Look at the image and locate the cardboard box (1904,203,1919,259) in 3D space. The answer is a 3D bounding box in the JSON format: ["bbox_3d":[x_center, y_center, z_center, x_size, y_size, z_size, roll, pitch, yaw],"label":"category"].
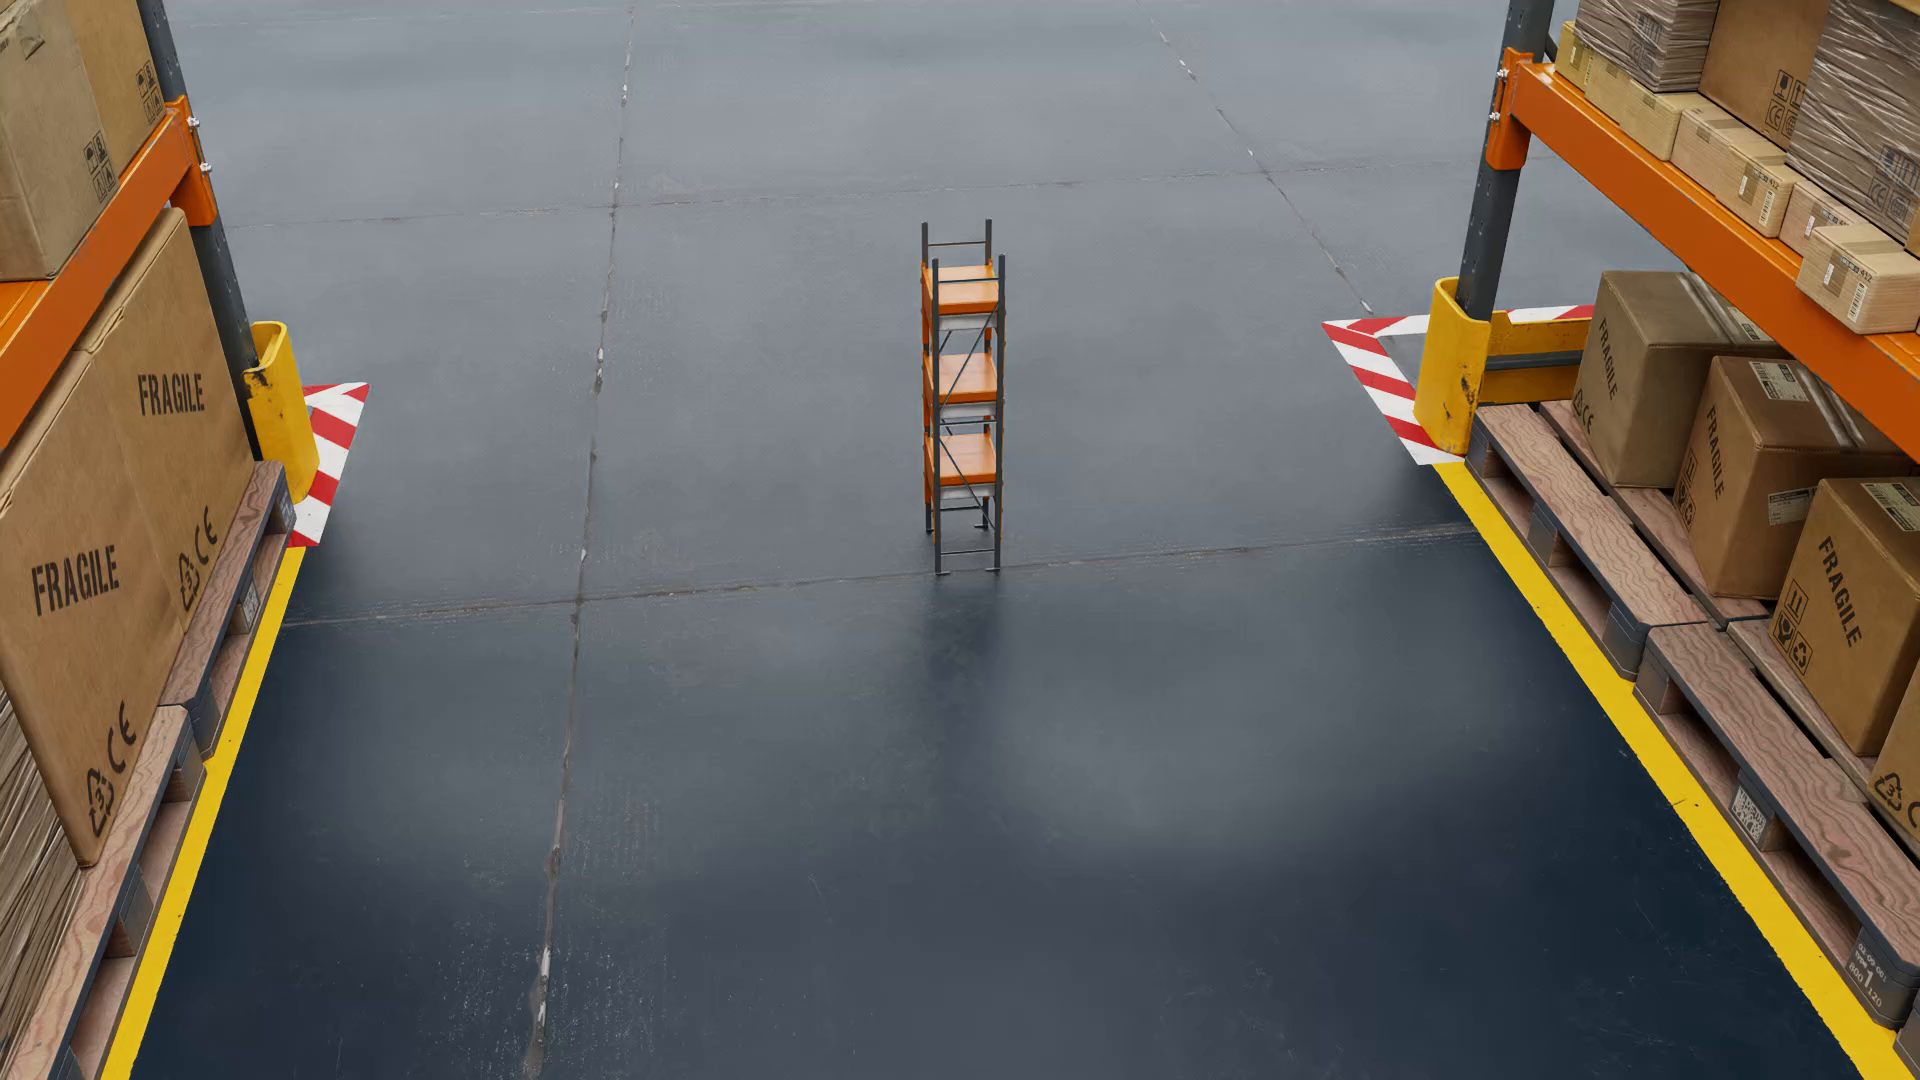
[{"bbox_3d":[2.507,-0.731,3.307,0.875,0.500,0.500,-4,35,-6],"label":"cardboard box"}]

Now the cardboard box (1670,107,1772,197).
[{"bbox_3d":[2.084,-1.008,4.288,0.380,0.149,0.250,-4,35,-6],"label":"cardboard box"}]

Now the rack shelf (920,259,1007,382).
[{"bbox_3d":[0.007,-0.630,4.757,0.215,0.259,0.240,-4,35,-6],"label":"rack shelf"}]

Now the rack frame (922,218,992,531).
[{"bbox_3d":[-0.009,-0.472,5.010,0.200,1.050,0.008,-4,35,-6],"label":"rack frame"}]

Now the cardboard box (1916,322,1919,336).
[{"bbox_3d":[2.267,-0.453,3.475,0.380,0.149,0.250,-4,35,-6],"label":"cardboard box"}]

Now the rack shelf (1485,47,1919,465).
[{"bbox_3d":[2.463,-0.295,3.658,1.077,0.370,4.000,-4,35,-6],"label":"rack shelf"}]

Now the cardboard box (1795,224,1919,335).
[{"bbox_3d":[2.102,-0.583,3.665,0.380,0.149,0.250,-4,35,-6],"label":"cardboard box"}]

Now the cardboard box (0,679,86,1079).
[{"bbox_3d":[-2.337,0.689,3.090,0.875,0.875,0.875,-4,34,-6],"label":"cardboard box"}]

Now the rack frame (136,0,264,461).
[{"bbox_3d":[-2.735,-1.389,4.624,1.000,3.000,0.127,-4,35,-6],"label":"rack frame"}]

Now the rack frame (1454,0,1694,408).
[{"bbox_3d":[2.194,-1.708,5.093,1.000,3.000,0.127,-4,35,-6],"label":"rack frame"}]

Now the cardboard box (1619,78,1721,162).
[{"bbox_3d":[2.029,-1.146,4.491,0.380,0.149,0.250,-4,35,-6],"label":"cardboard box"}]

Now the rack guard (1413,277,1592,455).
[{"bbox_3d":[2.204,-0.633,5.735,1.175,0.500,0.348,-4,35,-6],"label":"rack guard"}]

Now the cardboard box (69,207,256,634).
[{"bbox_3d":[-2.578,-0.311,4.557,0.875,0.875,0.875,-4,34,-6],"label":"cardboard box"}]

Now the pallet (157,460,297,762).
[{"bbox_3d":[-2.550,0.204,4.764,1.003,0.211,1.213,-4,35,-6],"label":"pallet"}]

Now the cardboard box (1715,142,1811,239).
[{"bbox_3d":[2.110,-0.868,4.083,0.380,0.149,0.250,-4,35,-6],"label":"cardboard box"}]

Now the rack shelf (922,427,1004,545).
[{"bbox_3d":[0.007,-0.166,5.073,0.215,0.259,0.240,-4,35,-6],"label":"rack shelf"}]

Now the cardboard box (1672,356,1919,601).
[{"bbox_3d":[2.376,-0.168,4.680,0.500,0.500,0.500,4,35,6],"label":"cardboard box"}]

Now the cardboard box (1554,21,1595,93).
[{"bbox_3d":[1.996,-1.427,4.904,0.380,0.149,0.250,-4,35,-6],"label":"cardboard box"}]

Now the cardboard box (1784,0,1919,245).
[{"bbox_3d":[2.451,-1.011,3.717,0.875,0.500,0.500,-4,35,-6],"label":"cardboard box"}]

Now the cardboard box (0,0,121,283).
[{"bbox_3d":[-2.544,-0.942,3.835,0.875,0.550,0.550,-4,35,-6],"label":"cardboard box"}]

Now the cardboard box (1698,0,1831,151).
[{"bbox_3d":[2.427,-1.293,4.132,0.875,0.500,0.500,-4,35,-6],"label":"cardboard box"}]

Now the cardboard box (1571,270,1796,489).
[{"bbox_3d":[2.261,-0.499,5.165,0.500,0.500,0.500,2,34,2],"label":"cardboard box"}]

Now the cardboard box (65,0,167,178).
[{"bbox_3d":[-2.640,-1.247,4.283,0.875,0.550,0.550,-4,35,-6],"label":"cardboard box"}]

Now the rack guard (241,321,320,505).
[{"bbox_3d":[-2.738,-0.369,5.348,1.175,0.500,0.348,-4,35,-6],"label":"rack guard"}]

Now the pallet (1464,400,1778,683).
[{"bbox_3d":[2.278,-0.057,5.147,1.003,0.211,1.213,-4,35,-6],"label":"pallet"}]

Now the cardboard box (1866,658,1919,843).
[{"bbox_3d":[2.472,0.498,3.703,0.500,0.500,0.500,-7,35,-11],"label":"cardboard box"}]

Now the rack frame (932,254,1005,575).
[{"bbox_3d":[0.024,-0.336,4.811,0.200,1.050,0.008,-4,35,-6],"label":"rack frame"}]

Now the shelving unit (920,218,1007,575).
[{"bbox_3d":[0.007,-0.404,4.911,0.215,1.050,0.252,-4,35,-6],"label":"shelving unit"}]

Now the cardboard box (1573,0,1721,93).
[{"bbox_3d":[2.241,-1.563,4.528,0.875,0.500,0.500,-4,35,-6],"label":"cardboard box"}]

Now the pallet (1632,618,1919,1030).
[{"bbox_3d":[2.439,0.622,4.150,1.003,0.211,1.213,-4,35,-6],"label":"pallet"}]

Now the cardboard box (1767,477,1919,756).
[{"bbox_3d":[2.441,0.183,4.165,0.500,0.500,0.500,-1,34,-2],"label":"cardboard box"}]

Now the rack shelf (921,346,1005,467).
[{"bbox_3d":[0.007,-0.395,4.916,0.215,0.259,0.240,-4,35,-6],"label":"rack shelf"}]

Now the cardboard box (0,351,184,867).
[{"bbox_3d":[-2.458,0.180,3.836,0.875,0.875,0.875,-5,35,-7],"label":"cardboard box"}]

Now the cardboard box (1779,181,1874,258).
[{"bbox_3d":[2.171,-0.730,3.881,0.380,0.149,0.250,-4,35,-6],"label":"cardboard box"}]

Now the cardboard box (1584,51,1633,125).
[{"bbox_3d":[2.011,-1.286,4.697,0.380,0.149,0.250,-4,35,-6],"label":"cardboard box"}]

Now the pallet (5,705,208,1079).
[{"bbox_3d":[-2.389,0.883,3.767,1.003,0.211,1.213,-4,35,-6],"label":"pallet"}]

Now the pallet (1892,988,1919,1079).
[{"bbox_3d":[2.607,1.304,3.149,1.003,0.211,1.213,-4,35,-6],"label":"pallet"}]

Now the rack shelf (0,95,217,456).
[{"bbox_3d":[-2.466,0.024,3.189,1.077,0.370,4.000,-4,35,-6],"label":"rack shelf"}]
